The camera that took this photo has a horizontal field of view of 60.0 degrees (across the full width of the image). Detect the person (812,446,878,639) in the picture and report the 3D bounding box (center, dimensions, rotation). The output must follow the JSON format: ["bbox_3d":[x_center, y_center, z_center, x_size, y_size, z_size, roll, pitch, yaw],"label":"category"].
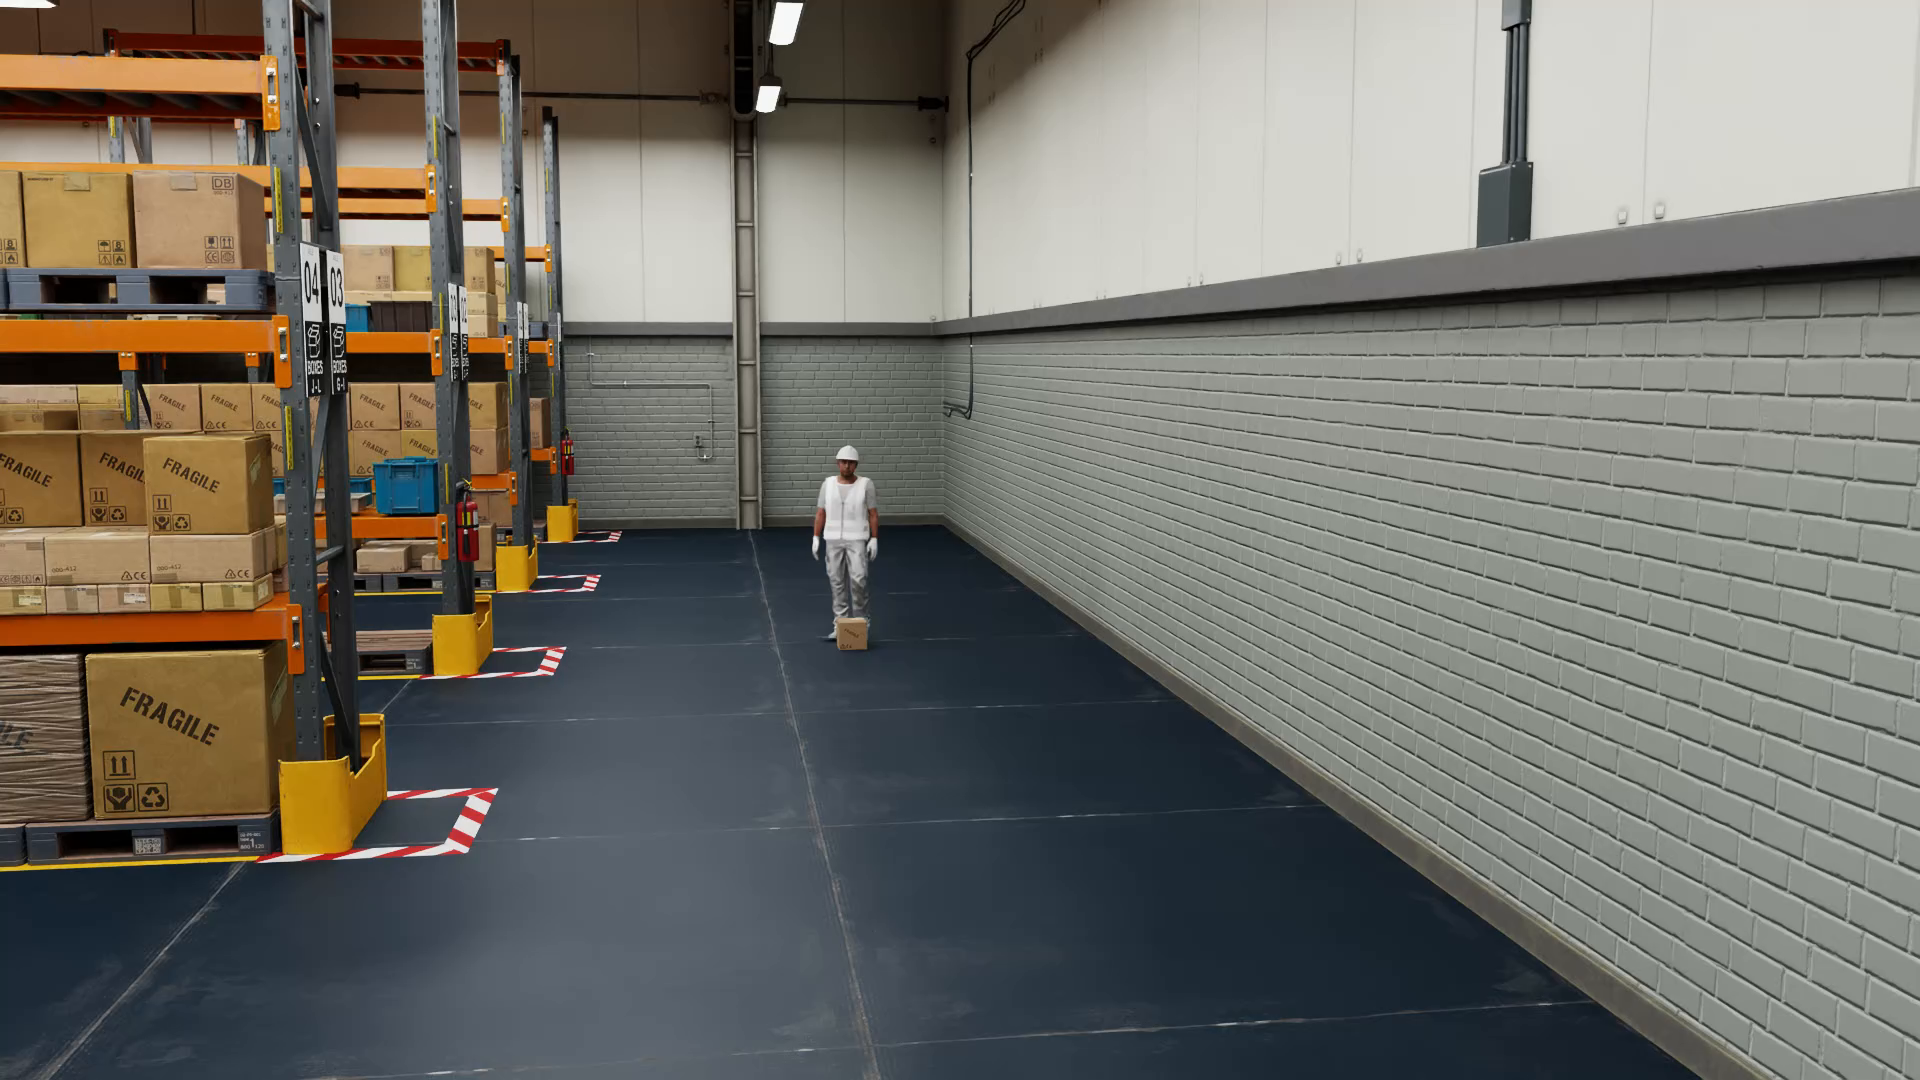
[{"bbox_3d":[-1.066,0.042,15.335,0.592,1.823,0.426,1,7,11],"label":"person"}]
